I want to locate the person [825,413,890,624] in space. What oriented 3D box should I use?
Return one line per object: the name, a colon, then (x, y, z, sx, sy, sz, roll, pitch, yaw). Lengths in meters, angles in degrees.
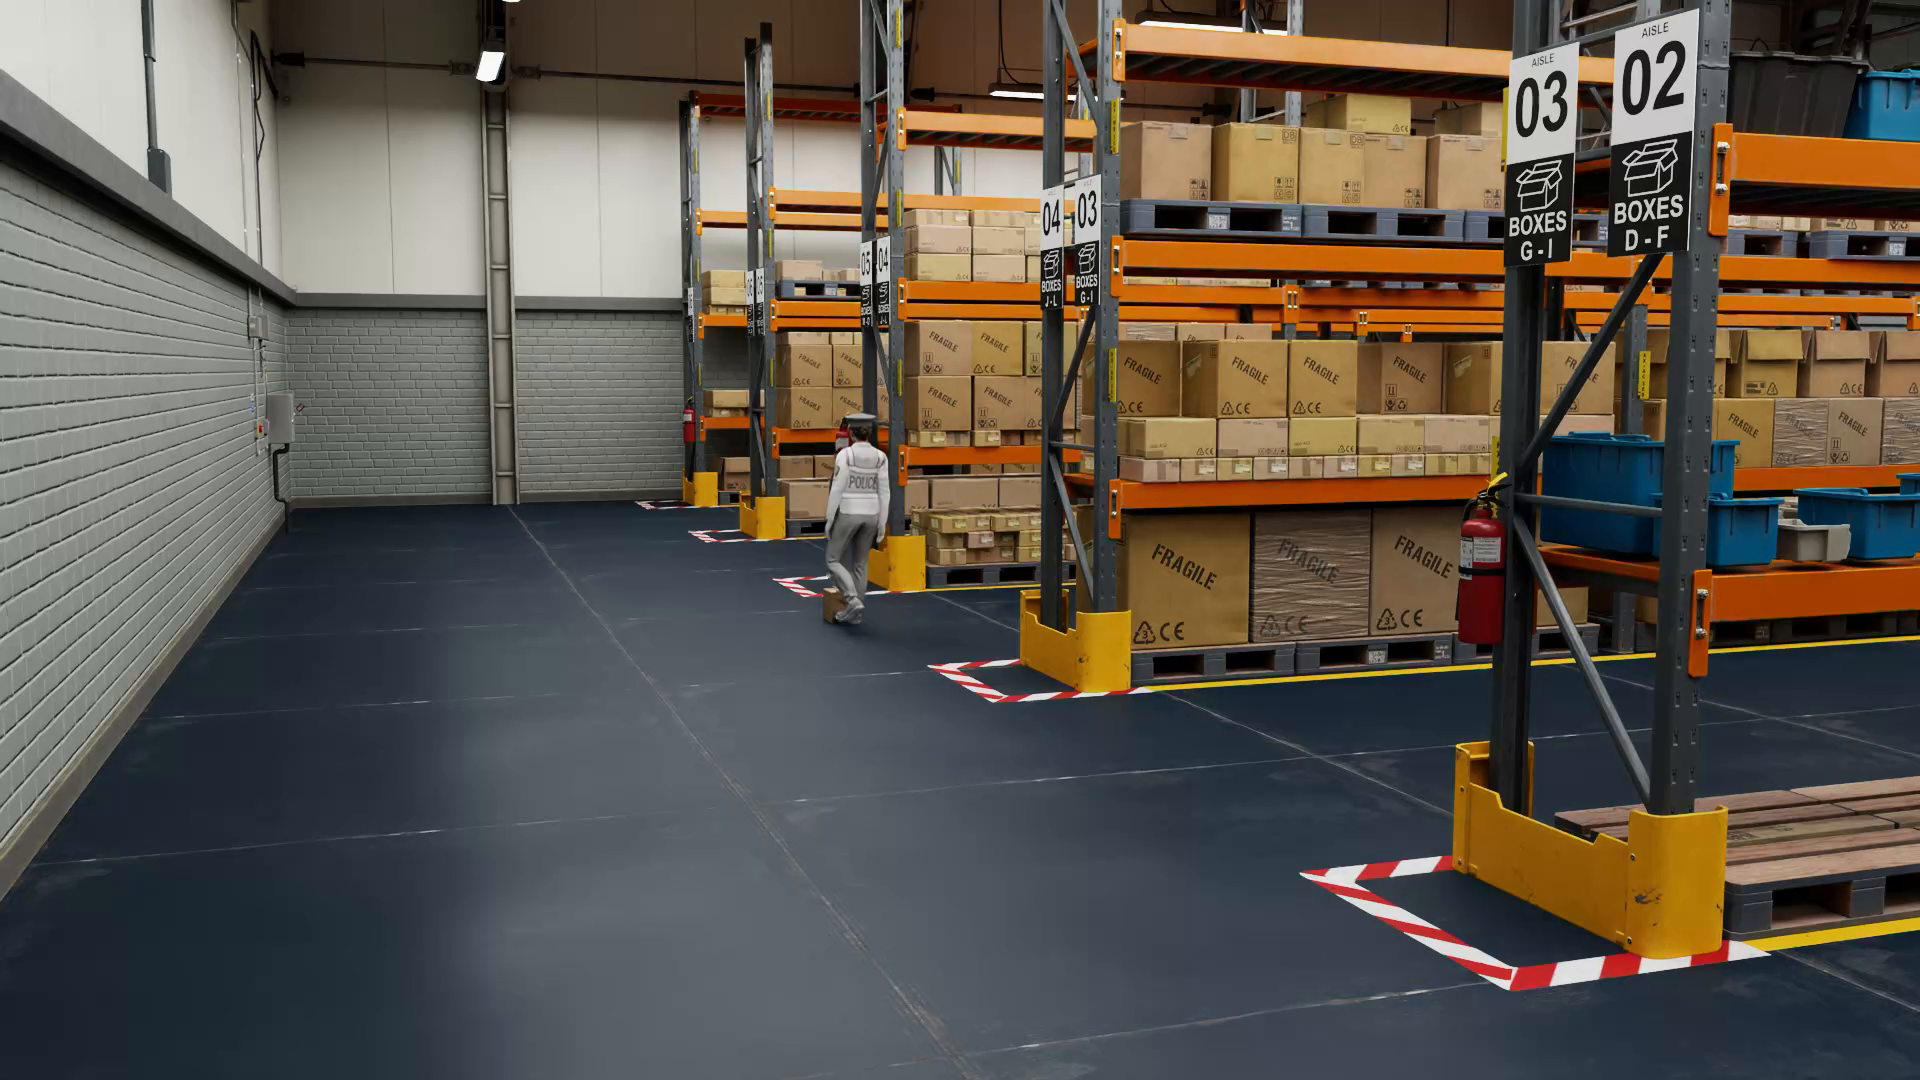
person: (-0.822, -0.155, 12.866, 0.504, 1.651, 0.648, -4, 7, -31)
